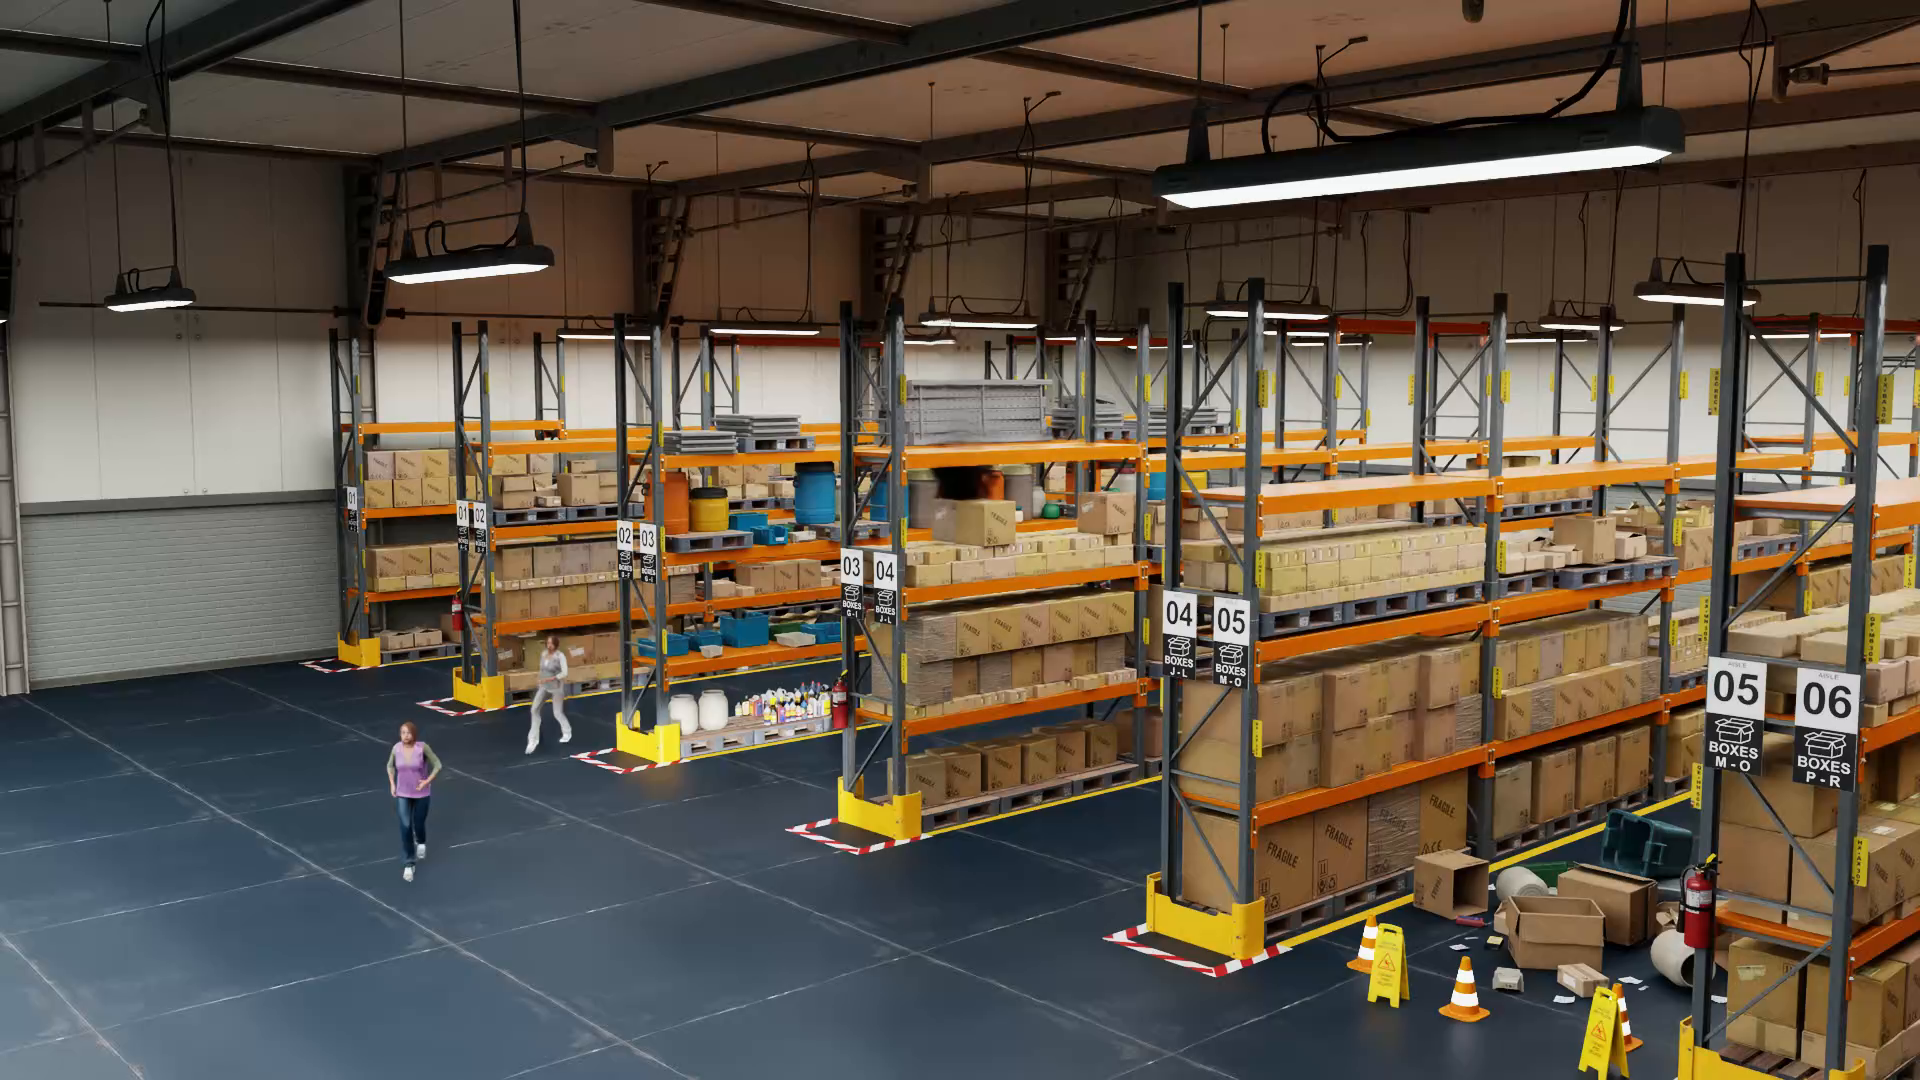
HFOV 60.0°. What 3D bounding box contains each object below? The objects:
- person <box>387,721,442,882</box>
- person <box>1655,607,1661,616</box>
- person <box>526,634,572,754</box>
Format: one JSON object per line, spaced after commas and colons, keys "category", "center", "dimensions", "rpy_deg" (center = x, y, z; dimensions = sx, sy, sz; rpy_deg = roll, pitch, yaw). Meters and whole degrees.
{"category": "person", "center": [-5.672, 2.672, 17.313], "dimensions": [0.564, 1.628, 0.717], "rpy_deg": [-1, 6, -8]}
{"category": "person", "center": [10.627, 1.861, 25.074], "dimensions": [0.893, 1.714, 0.576], "rpy_deg": [-4, 7, -36]}
{"category": "person", "center": [-5.641, 2.104, 23.009], "dimensions": [0.537, 1.623, 0.763], "rpy_deg": [2, 6, 20]}
